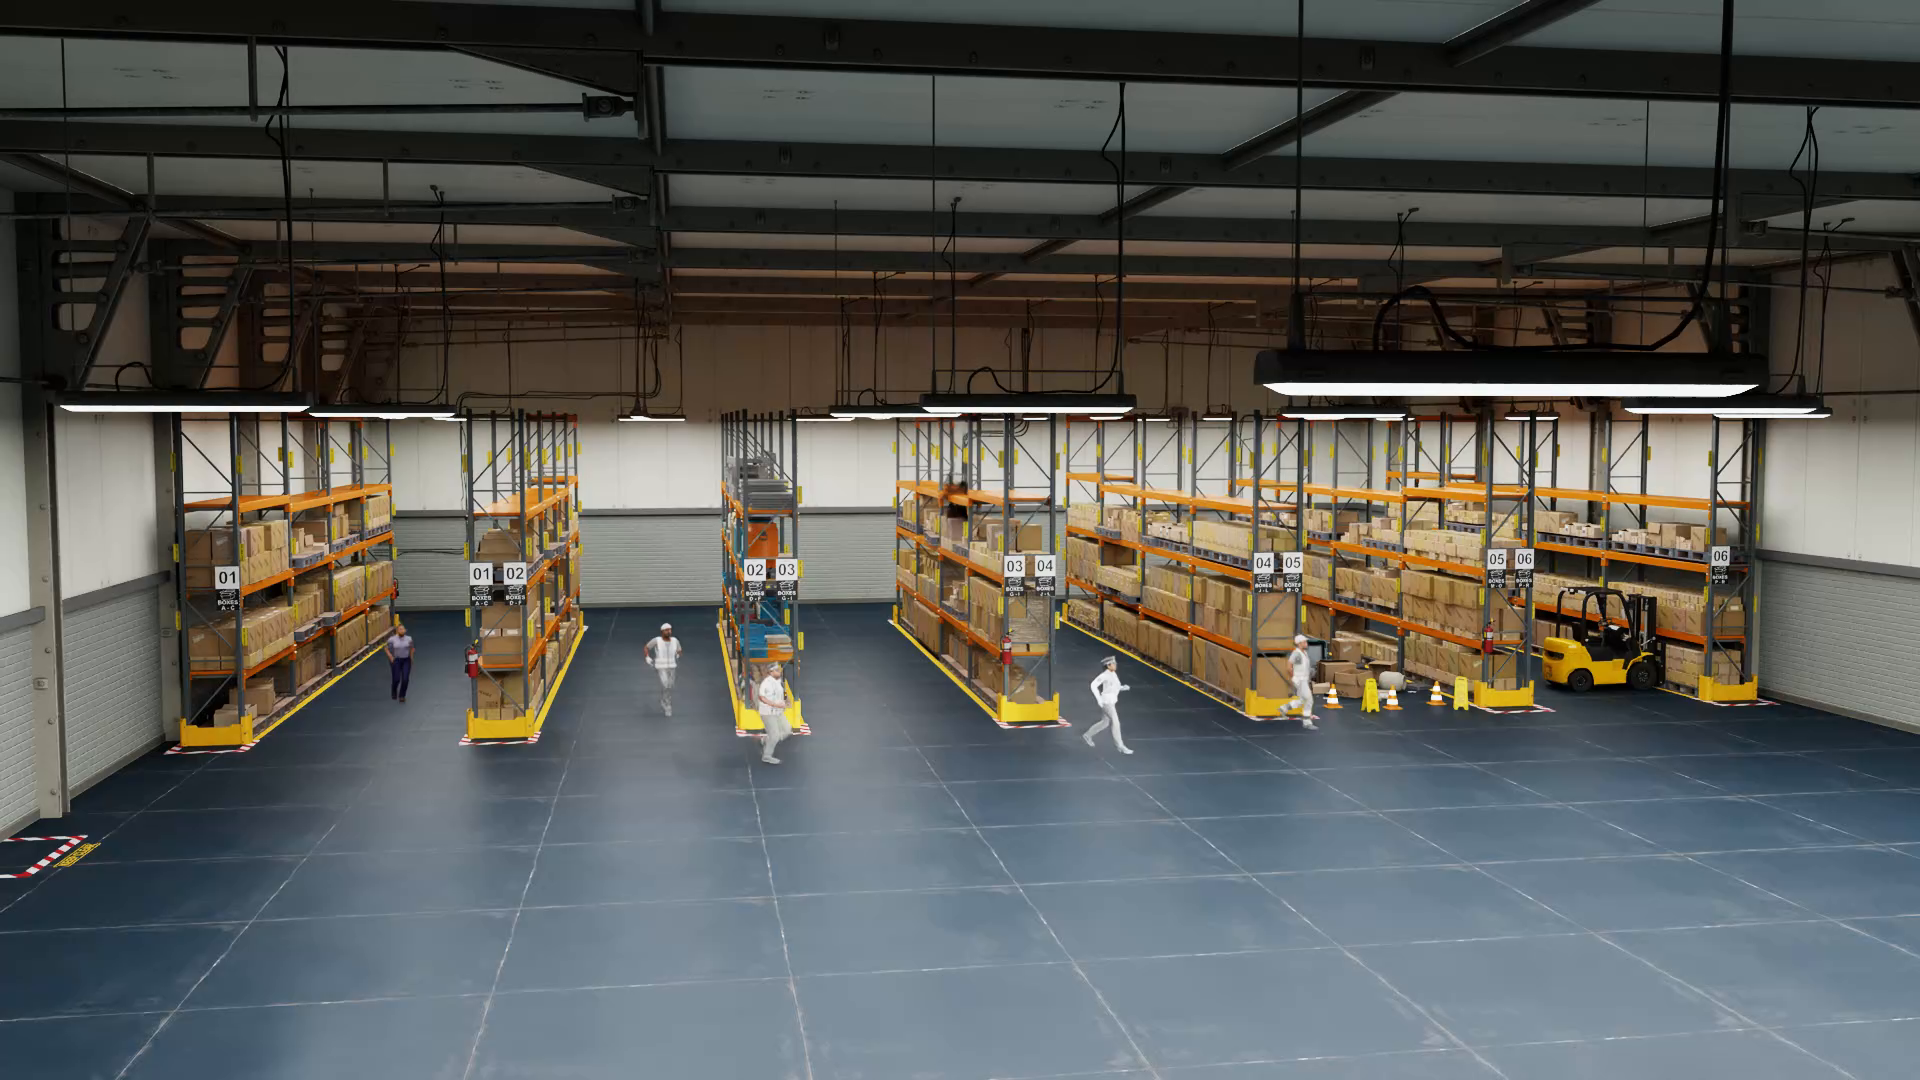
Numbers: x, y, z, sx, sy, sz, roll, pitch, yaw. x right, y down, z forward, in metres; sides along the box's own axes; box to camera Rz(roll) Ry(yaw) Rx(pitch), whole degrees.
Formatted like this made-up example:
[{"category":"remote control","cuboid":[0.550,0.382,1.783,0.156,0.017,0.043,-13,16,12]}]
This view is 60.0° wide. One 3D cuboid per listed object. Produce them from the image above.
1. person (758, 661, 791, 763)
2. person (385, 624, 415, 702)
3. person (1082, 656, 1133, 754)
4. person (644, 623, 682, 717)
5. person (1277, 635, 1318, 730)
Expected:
[{"category":"person","cuboid":[-3.135,2.901,28.040,0.580,1.742,0.671,1,4,20]},{"category":"person","cuboid":[-11.483,2.542,34.177,0.581,1.591,0.536,-2,5,-30]},{"category":"person","cuboid":[2.552,2.837,28.854,0.942,1.684,0.608,2,4,23]},{"category":"person","cuboid":[-5.821,2.555,32.861,0.688,1.816,0.809,-3,5,-33]},{"category":"person","cuboid":[6.376,2.671,31.326,0.791,1.784,0.695,2,4,22]}]
